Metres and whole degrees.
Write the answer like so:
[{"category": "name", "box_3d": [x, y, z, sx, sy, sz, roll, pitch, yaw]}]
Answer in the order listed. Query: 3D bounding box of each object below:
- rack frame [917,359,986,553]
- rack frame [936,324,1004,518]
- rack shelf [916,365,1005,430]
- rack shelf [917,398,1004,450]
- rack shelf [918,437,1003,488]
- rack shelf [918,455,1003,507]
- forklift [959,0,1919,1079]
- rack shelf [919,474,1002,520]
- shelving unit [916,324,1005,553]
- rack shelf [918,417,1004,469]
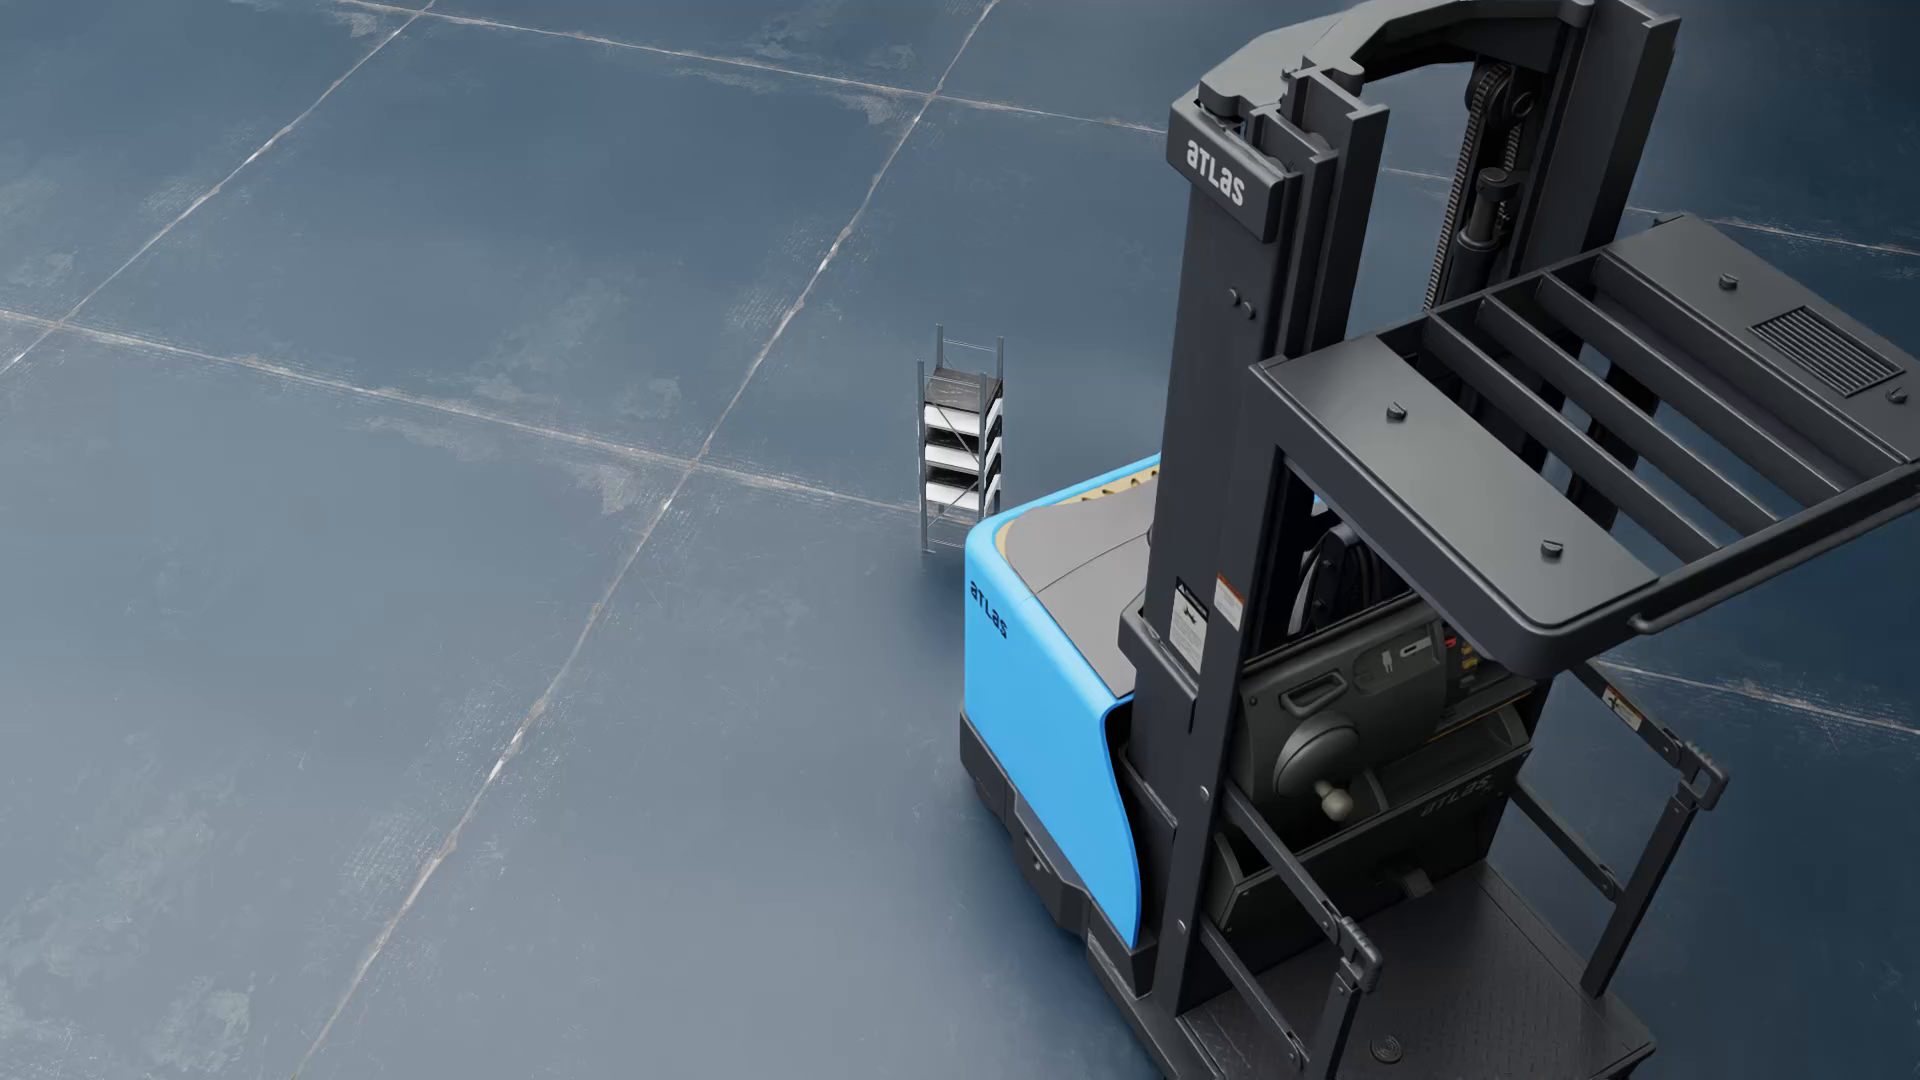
[{"category": "rack frame", "box_3d": [-0.028, -0.259, 5.872, 0.240, 0.900, 0.006, 13, 46, 12]}, {"category": "rack frame", "box_3d": [0.033, -0.395, 6.010, 0.240, 0.900, 0.006, 13, 46, 12]}, {"category": "rack shelf", "box_3d": [0.002, -0.496, 5.775, 0.258, 0.077, 0.200, 13, 46, 12]}, {"category": "rack shelf", "box_3d": [0.002, -0.432, 5.838, 0.258, 0.077, 0.200, 13, 46, 12]}, {"category": "rack shelf", "box_3d": [0.002, -0.303, 5.964, 0.258, 0.077, 0.200, 13, 46, 12]}, {"category": "rack shelf", "box_3d": [0.002, -0.239, 6.027, 0.258, 0.077, 0.200, 13, 46, 12]}, {"category": "forklift", "box_3d": [1.144, 0.426, 3.719, 1.130, 2.935, 3.031, -21, 48, -20]}, {"category": "rack shelf", "box_3d": [0.002, -0.175, 6.090, 0.258, 0.077, 0.200, 13, 46, 12]}, {"category": "shelving unit", "box_3d": [0.002, -0.327, 5.941, 0.258, 0.900, 0.210, 13, 46, 12]}, {"category": "rack shelf", "box_3d": [0.002, -0.368, 5.901, 0.258, 0.077, 0.200, 13, 46, 12]}]
